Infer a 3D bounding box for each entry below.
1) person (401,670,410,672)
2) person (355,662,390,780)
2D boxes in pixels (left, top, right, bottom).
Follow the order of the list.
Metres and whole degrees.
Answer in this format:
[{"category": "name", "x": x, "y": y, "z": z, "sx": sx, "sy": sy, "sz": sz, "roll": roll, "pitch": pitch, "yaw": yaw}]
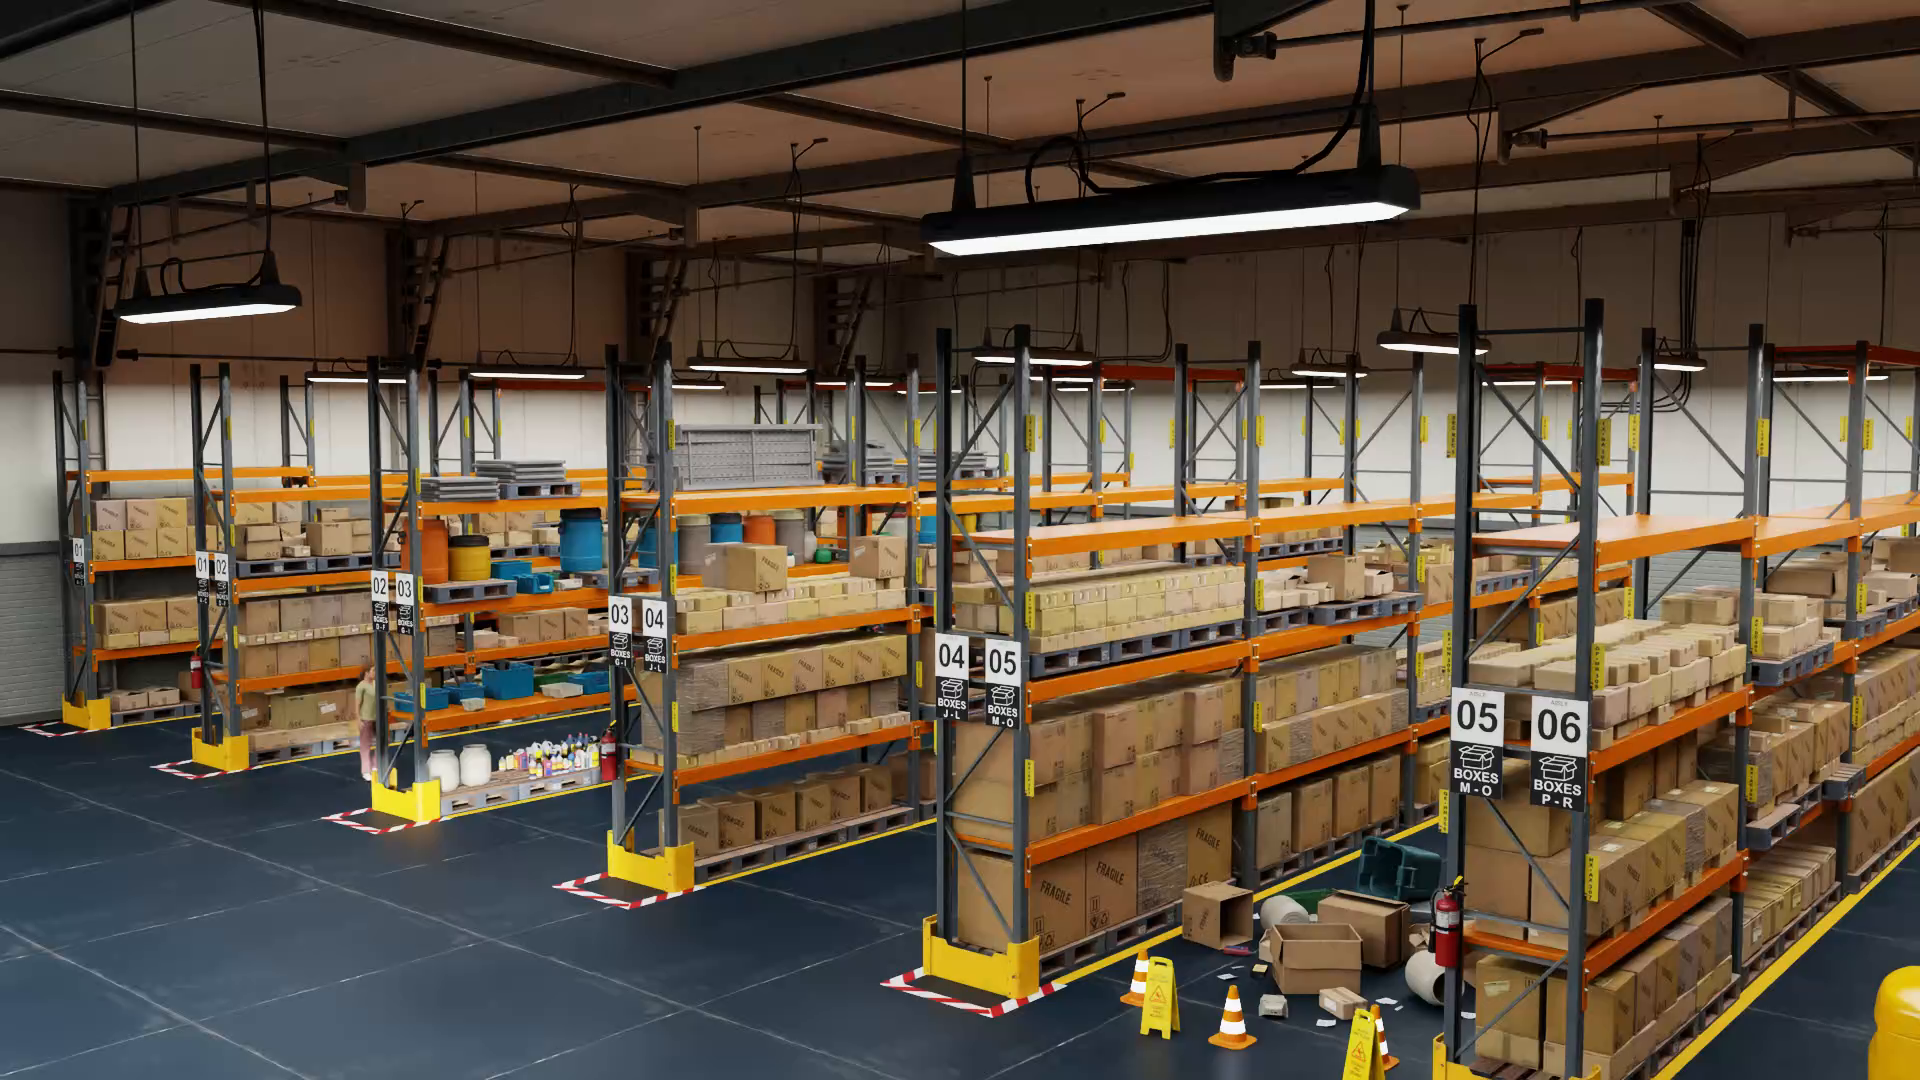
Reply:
[{"category": "person", "x": -10.043, "y": 2.103, "z": 30.329, "sx": 0.655, "sy": 1.800, "sz": 0.573, "roll": -3, "pitch": 5, "yaw": -37}, {"category": "person", "x": -8.509, "y": 2.630, "z": 23.992, "sx": 0.354, "sy": 1.735, "sz": 0.515, "roll": 2, "pitch": 5, "yaw": 26}]
